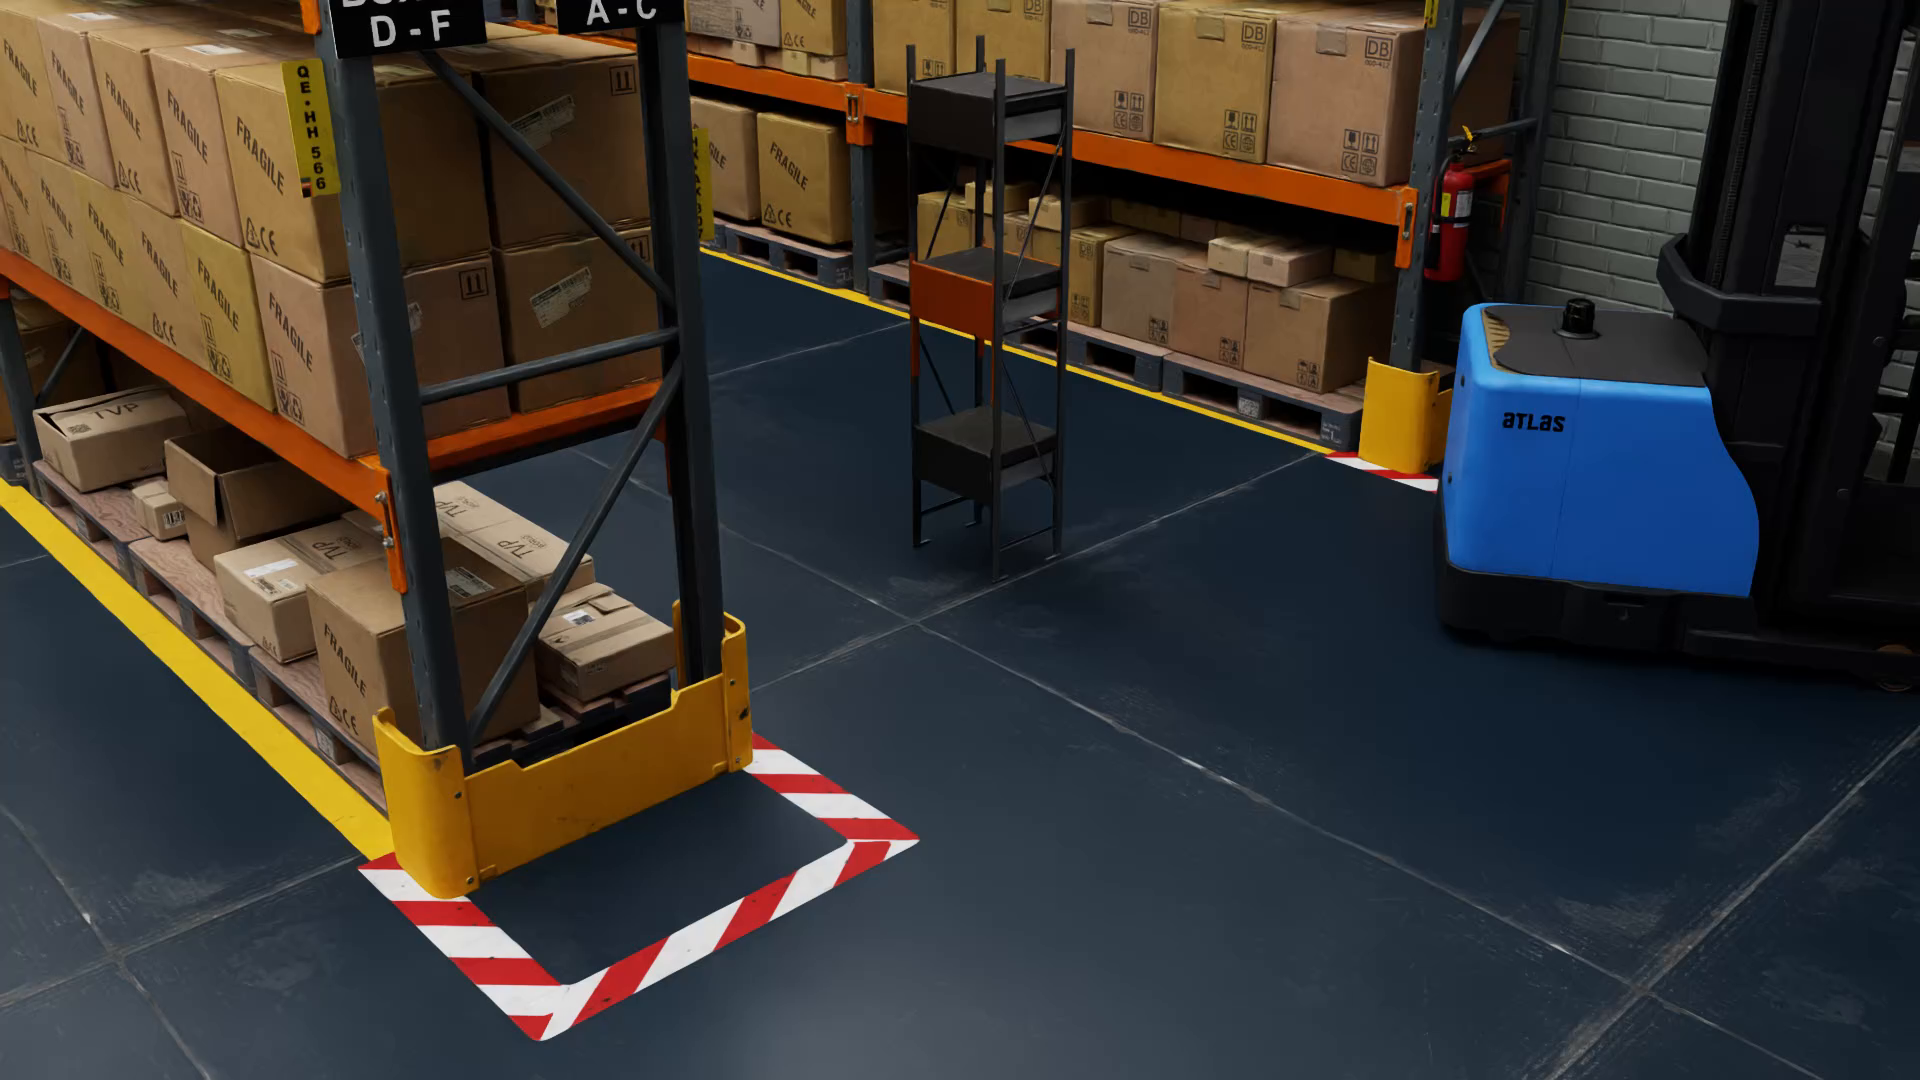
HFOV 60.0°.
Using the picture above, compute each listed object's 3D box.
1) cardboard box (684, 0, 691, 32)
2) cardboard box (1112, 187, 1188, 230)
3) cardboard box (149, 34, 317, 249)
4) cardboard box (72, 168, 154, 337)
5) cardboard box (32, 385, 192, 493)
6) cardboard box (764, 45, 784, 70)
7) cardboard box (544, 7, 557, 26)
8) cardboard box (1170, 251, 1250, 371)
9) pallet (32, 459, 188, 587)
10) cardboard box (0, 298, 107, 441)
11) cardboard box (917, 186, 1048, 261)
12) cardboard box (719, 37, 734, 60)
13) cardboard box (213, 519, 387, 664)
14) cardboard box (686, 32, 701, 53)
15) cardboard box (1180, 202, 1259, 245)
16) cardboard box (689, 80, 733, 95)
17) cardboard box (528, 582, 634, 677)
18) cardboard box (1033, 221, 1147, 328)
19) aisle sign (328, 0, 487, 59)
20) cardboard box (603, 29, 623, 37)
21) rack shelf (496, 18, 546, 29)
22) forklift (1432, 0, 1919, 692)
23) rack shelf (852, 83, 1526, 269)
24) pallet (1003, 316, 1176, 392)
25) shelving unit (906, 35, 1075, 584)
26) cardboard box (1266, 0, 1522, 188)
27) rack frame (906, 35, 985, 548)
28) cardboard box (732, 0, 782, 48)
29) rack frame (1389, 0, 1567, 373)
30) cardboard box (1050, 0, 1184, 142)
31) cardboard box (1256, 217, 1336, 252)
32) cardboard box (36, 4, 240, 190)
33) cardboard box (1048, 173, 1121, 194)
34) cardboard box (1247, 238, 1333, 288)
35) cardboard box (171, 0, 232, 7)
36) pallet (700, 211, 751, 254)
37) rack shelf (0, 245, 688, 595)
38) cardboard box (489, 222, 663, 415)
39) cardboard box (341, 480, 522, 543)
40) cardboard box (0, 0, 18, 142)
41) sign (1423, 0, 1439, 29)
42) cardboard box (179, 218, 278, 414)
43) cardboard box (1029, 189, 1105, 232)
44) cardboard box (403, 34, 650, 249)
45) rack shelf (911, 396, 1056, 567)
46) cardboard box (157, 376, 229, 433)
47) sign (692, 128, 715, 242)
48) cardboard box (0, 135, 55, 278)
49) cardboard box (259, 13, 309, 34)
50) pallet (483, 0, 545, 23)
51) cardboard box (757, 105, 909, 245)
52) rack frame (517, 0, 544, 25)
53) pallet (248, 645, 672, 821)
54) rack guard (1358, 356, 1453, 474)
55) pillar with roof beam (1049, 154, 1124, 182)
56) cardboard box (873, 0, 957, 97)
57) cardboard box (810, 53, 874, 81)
[{"bbox_3d":[-1.822,-3.818,11.502,0.500,0.500,0.500,-20,31,-37],"label":"cardboard box"},{"bbox_3d":[1.089,-1.903,9.532,0.380,0.149,0.250,-22,32,-39],"label":"cardboard box"},{"bbox_3d":[-2.015,-1.195,4.930,0.500,0.500,0.500,-20,31,-37],"label":"cardboard box"},{"bbox_3d":[-2.707,-1.051,5.818,0.500,0.500,0.500,-22,32,-39],"label":"cardboard box"},{"bbox_3d":[-3.769,-0.485,7.409,0.500,0.311,0.500,-21,32,-38],"label":"cardboard box"},{"bbox_3d":[-1.056,-3.181,10.888,0.380,0.149,0.250,-20,31,-37],"label":"cardboard box"},{"bbox_3d":[-2.963,-4.045,12.780,0.380,0.149,0.250,-22,32,-39],"label":"cardboard box"},{"bbox_3d":[1.556,-1.280,8.949,0.700,0.500,0.500,-21,32,-39],"label":"cardboard box"},{"bbox_3d":[-3.429,-0.220,7.478,1.003,0.211,1.213,-21,32,-38],"label":"pallet"},{"bbox_3d":[-4.445,-0.828,7.933,0.500,0.500,0.500,-21,32,-39],"label":"cardboard box"},{"bbox_3d":[0.152,-1.901,10.310,0.700,0.500,0.500,-21,32,-38],"label":"cardboard box"},{"bbox_3d":[-1.398,-3.337,11.230,0.380,0.149,0.250,-21,32,-38],"label":"cardboard box"},{"bbox_3d":[-2.343,0.175,6.036,0.500,0.250,0.500,-21,32,-38],"label":"cardboard box"},{"bbox_3d":[-1.732,-3.501,11.589,0.380,0.149,0.250,-20,31,-37],"label":"cardboard box"},{"bbox_3d":[1.437,-1.749,9.194,0.380,0.149,0.250,-21,32,-38],"label":"cardboard box"},{"bbox_3d":[-2.018,-3.001,12.298,0.750,0.750,0.750,-21,32,-39],"label":"cardboard box"},{"bbox_3d":[-1.370,0.304,5.854,0.380,0.166,0.250,-21,32,-38],"label":"cardboard box"},{"bbox_3d":[0.842,-1.592,9.632,0.700,0.500,0.500,-20,31,-37],"label":"cardboard box"},{"bbox_3d":[-1.341,-1.560,3.924,0.394,0.787,0.004,-21,32,-38],"label":"aisle sign"},{"bbox_3d":[-2.415,-3.820,12.288,0.380,0.149,0.250,-22,32,-39],"label":"cardboard box"},{"bbox_3d":[-4.386,-4.594,14.572,1.077,0.370,4.000,-21,32,-38],"label":"rack shelf"},{"bbox_3d":[3.424,-1.008,5.928,3.031,2.935,1.130,5,25,12],"label":"forklift"},{"bbox_3d":[1.082,-2.170,9.260,1.077,0.370,4.000,-21,32,-38],"label":"rack shelf"},{"bbox_3d":[1.016,-1.212,9.653,1.003,0.211,1.213,-21,32,-38],"label":"pallet"},{"bbox_3d":[0.113,-0.905,6.704,0.431,2.100,0.503,-21,32,-38],"label":"shelving unit"},{"bbox_3d":[2.093,-2.180,8.052,0.980,0.700,0.700,-20,31,-36],"label":"cardboard box"},{"bbox_3d":[-0.054,-0.979,6.866,0.400,2.100,0.015,-21,32,-38],"label":"rack frame"},{"bbox_3d":[-1.140,-3.513,10.834,0.500,0.500,0.500,-21,32,-38],"label":"cardboard box"},{"bbox_3d":[2.449,-1.891,7.782,1.000,3.000,0.127,-21,32,-38],"label":"rack frame"},{"bbox_3d":[1.074,-2.630,9.040,0.700,0.700,0.980,22,32,39],"label":"cardboard box"},{"bbox_3d":[1.782,-1.596,8.859,0.380,0.149,0.250,-21,32,-38],"label":"cardboard box"},{"bbox_3d":[-2.724,-1.506,5.613,0.500,0.500,0.500,-20,31,-37],"label":"cardboard box"},{"bbox_3d":[0.740,-2.058,9.872,0.380,0.149,0.250,-23,33,-40],"label":"cardboard box"},{"bbox_3d":[1.677,-1.411,8.454,0.380,0.149,0.250,-22,32,-39],"label":"cardboard box"},{"bbox_3d":[-2.667,-1.810,6.279,0.500,0.500,0.500,-21,32,-38],"label":"cardboard box"},{"bbox_3d":[-1.705,-2.417,12.293,1.003,0.211,1.213,-21,32,-38],"label":"pallet"},{"bbox_3d":[-2.531,-0.764,6.177,1.077,0.370,4.000,-21,32,-38],"label":"rack shelf"},{"bbox_3d":[-1.275,-0.740,5.137,0.500,0.500,0.500,-20,32,-37],"label":"cardboard box"},{"bbox_3d":[-2.012,0.018,6.380,0.500,0.250,0.500,-21,32,-38],"label":"cardboard box"},{"bbox_3d":[-3.428,-1.818,6.297,0.500,0.500,0.500,-22,33,-40],"label":"cardboard box"},{"bbox_3d":[2.044,-2.376,7.164,0.100,0.325,0.005,-21,32,-38],"label":"sign"},{"bbox_3d":[-2.026,-0.745,5.149,0.500,0.500,0.500,-21,32,-38],"label":"cardboard box"},{"bbox_3d":[0.609,-1.883,9.488,0.380,0.149,0.250,-22,33,-40],"label":"cardboard box"},{"bbox_3d":[-1.275,-1.195,4.929,0.500,0.500,0.500,-20,31,-37],"label":"cardboard box"},{"bbox_3d":[0.113,-0.256,7.000,0.431,0.518,0.480,-21,32,-38],"label":"rack shelf"},{"bbox_3d":[-3.302,-0.668,7.581,0.500,0.500,0.500,-21,32,-38],"label":"cardboard box"},{"bbox_3d":[-0.768,-1.033,4.857,0.100,0.325,0.005,-21,32,-38],"label":"sign"},{"bbox_3d":[-3.396,-1.356,6.489,0.500,0.500,0.500,-21,32,-38],"label":"cardboard box"},{"bbox_3d":[-1.976,-1.504,5.607,0.500,0.500,0.500,-21,32,-38],"label":"cardboard box"},{"bbox_3d":[-3.584,-4.414,13.542,1.213,0.211,1.003,-21,32,-38],"label":"pallet"},{"bbox_3d":[-0.824,-2.476,11.148,0.750,0.750,0.750,-21,32,-38],"label":"cardboard box"},{"bbox_3d":[-3.019,-4.315,13.095,1.000,3.000,0.127,-21,32,-38],"label":"rack frame"},{"bbox_3d":[-1.762,0.520,5.857,1.003,0.211,1.213,-21,32,-38],"label":"pallet"},{"bbox_3d":[2.466,-0.747,8.285,1.175,0.500,0.348,-21,32,-38],"label":"rack guard"},{"bbox_3d":[-2.317,-4.645,6.589,9.100,9.000,0.400,-21,32,-38],"label":"pillar with roof beam"},{"bbox_3d":[0.074,-3.071,10.006,0.980,0.700,0.700,-21,32,-38],"label":"cardboard box"},{"bbox_3d":[-0.722,-3.020,10.535,0.380,0.149,0.250,-21,32,-38],"label":"cardboard box"}]
